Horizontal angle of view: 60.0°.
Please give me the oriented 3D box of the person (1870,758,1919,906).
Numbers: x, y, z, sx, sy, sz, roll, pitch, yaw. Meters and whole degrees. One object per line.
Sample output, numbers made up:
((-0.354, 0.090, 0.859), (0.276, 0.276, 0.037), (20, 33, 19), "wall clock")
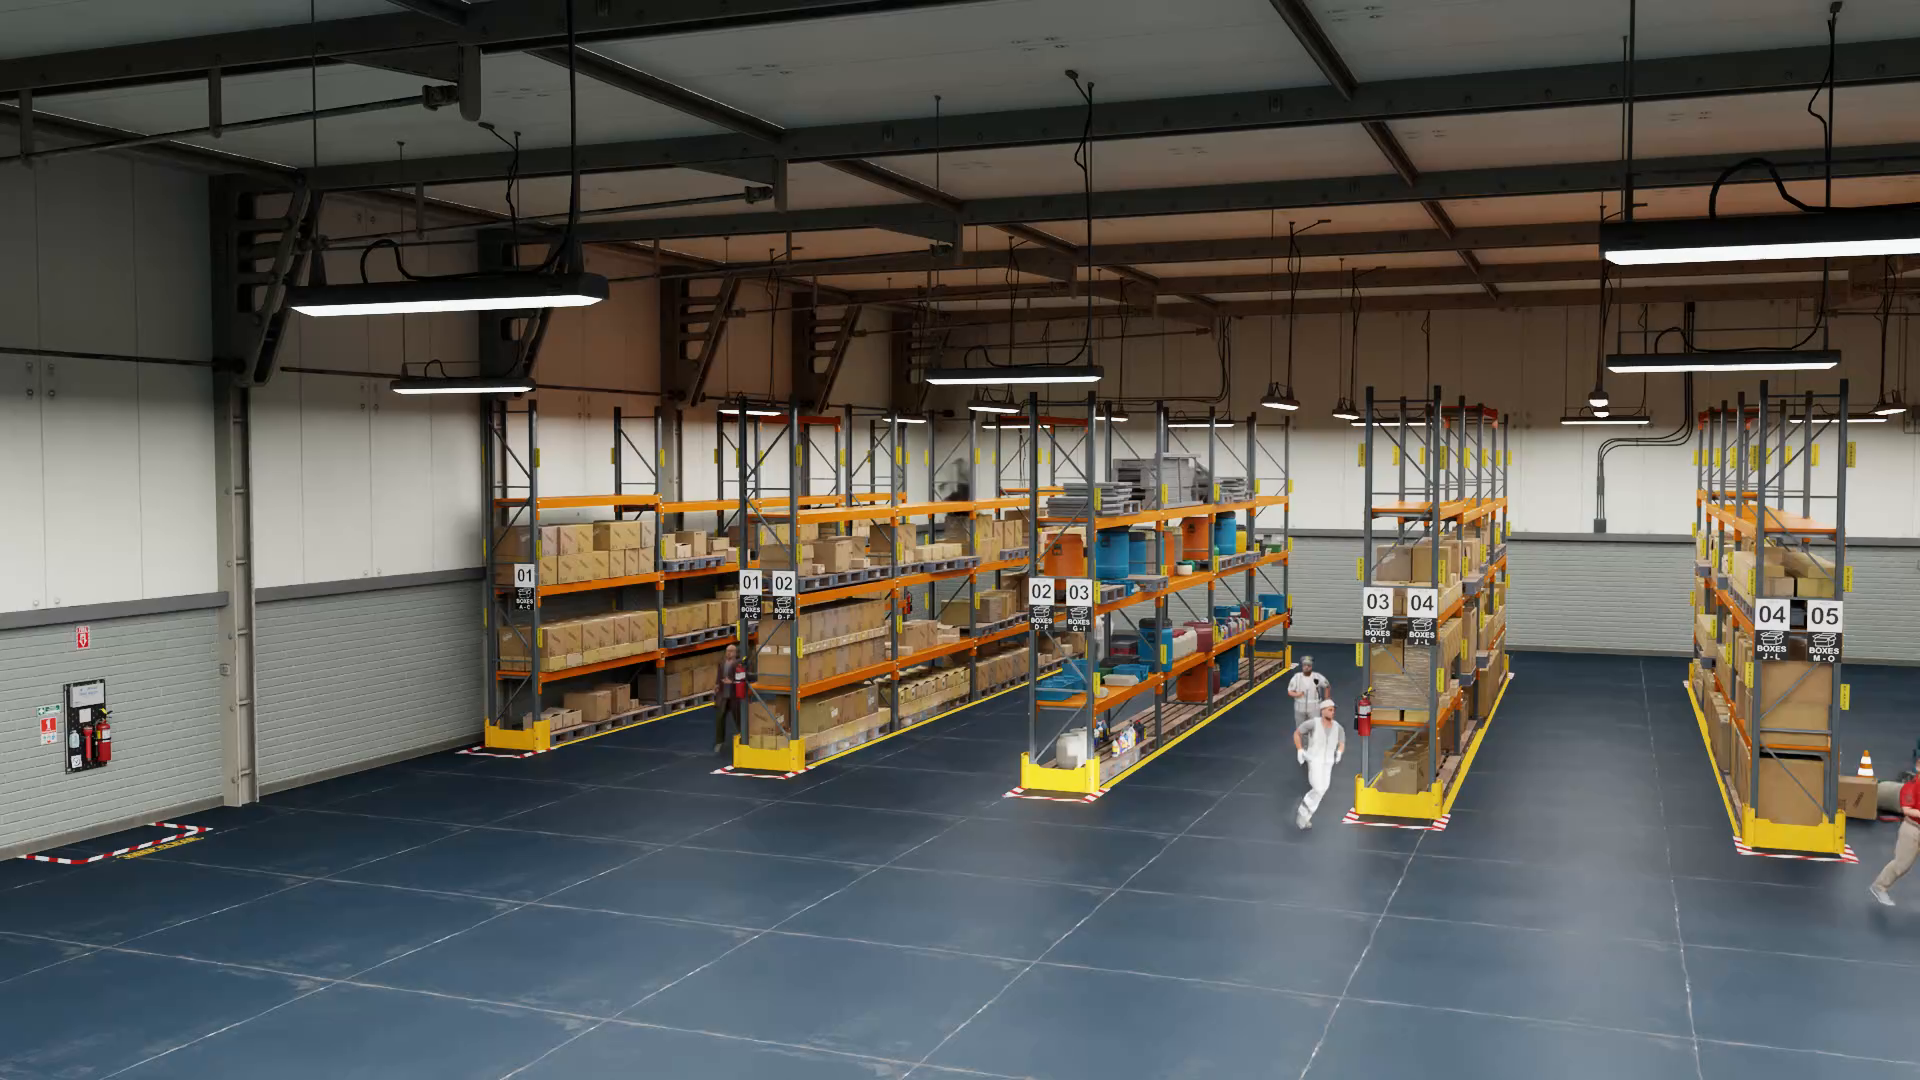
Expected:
((10.503, 3.287, 18.218), (0.672, 1.718, 0.924), (-1, 3, -18), "person")

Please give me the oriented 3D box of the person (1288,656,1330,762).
((5.648, 2.799, 26.991), (0.650, 1.847, 0.752), (1, 3, 19), "person")

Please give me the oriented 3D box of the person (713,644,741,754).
((-3.914, 2.684, 28.423), (0.693, 1.803, 0.980), (1, 3, 16), "person")

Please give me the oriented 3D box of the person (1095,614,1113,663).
((2.862, 2.129, 34.776), (0.629, 1.736, 0.788), (1, 3, 15), "person")

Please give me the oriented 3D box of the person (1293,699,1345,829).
((4.885, 3.019, 22.417), (0.695, 1.735, 0.602), (-1, 3, -17), "person")
